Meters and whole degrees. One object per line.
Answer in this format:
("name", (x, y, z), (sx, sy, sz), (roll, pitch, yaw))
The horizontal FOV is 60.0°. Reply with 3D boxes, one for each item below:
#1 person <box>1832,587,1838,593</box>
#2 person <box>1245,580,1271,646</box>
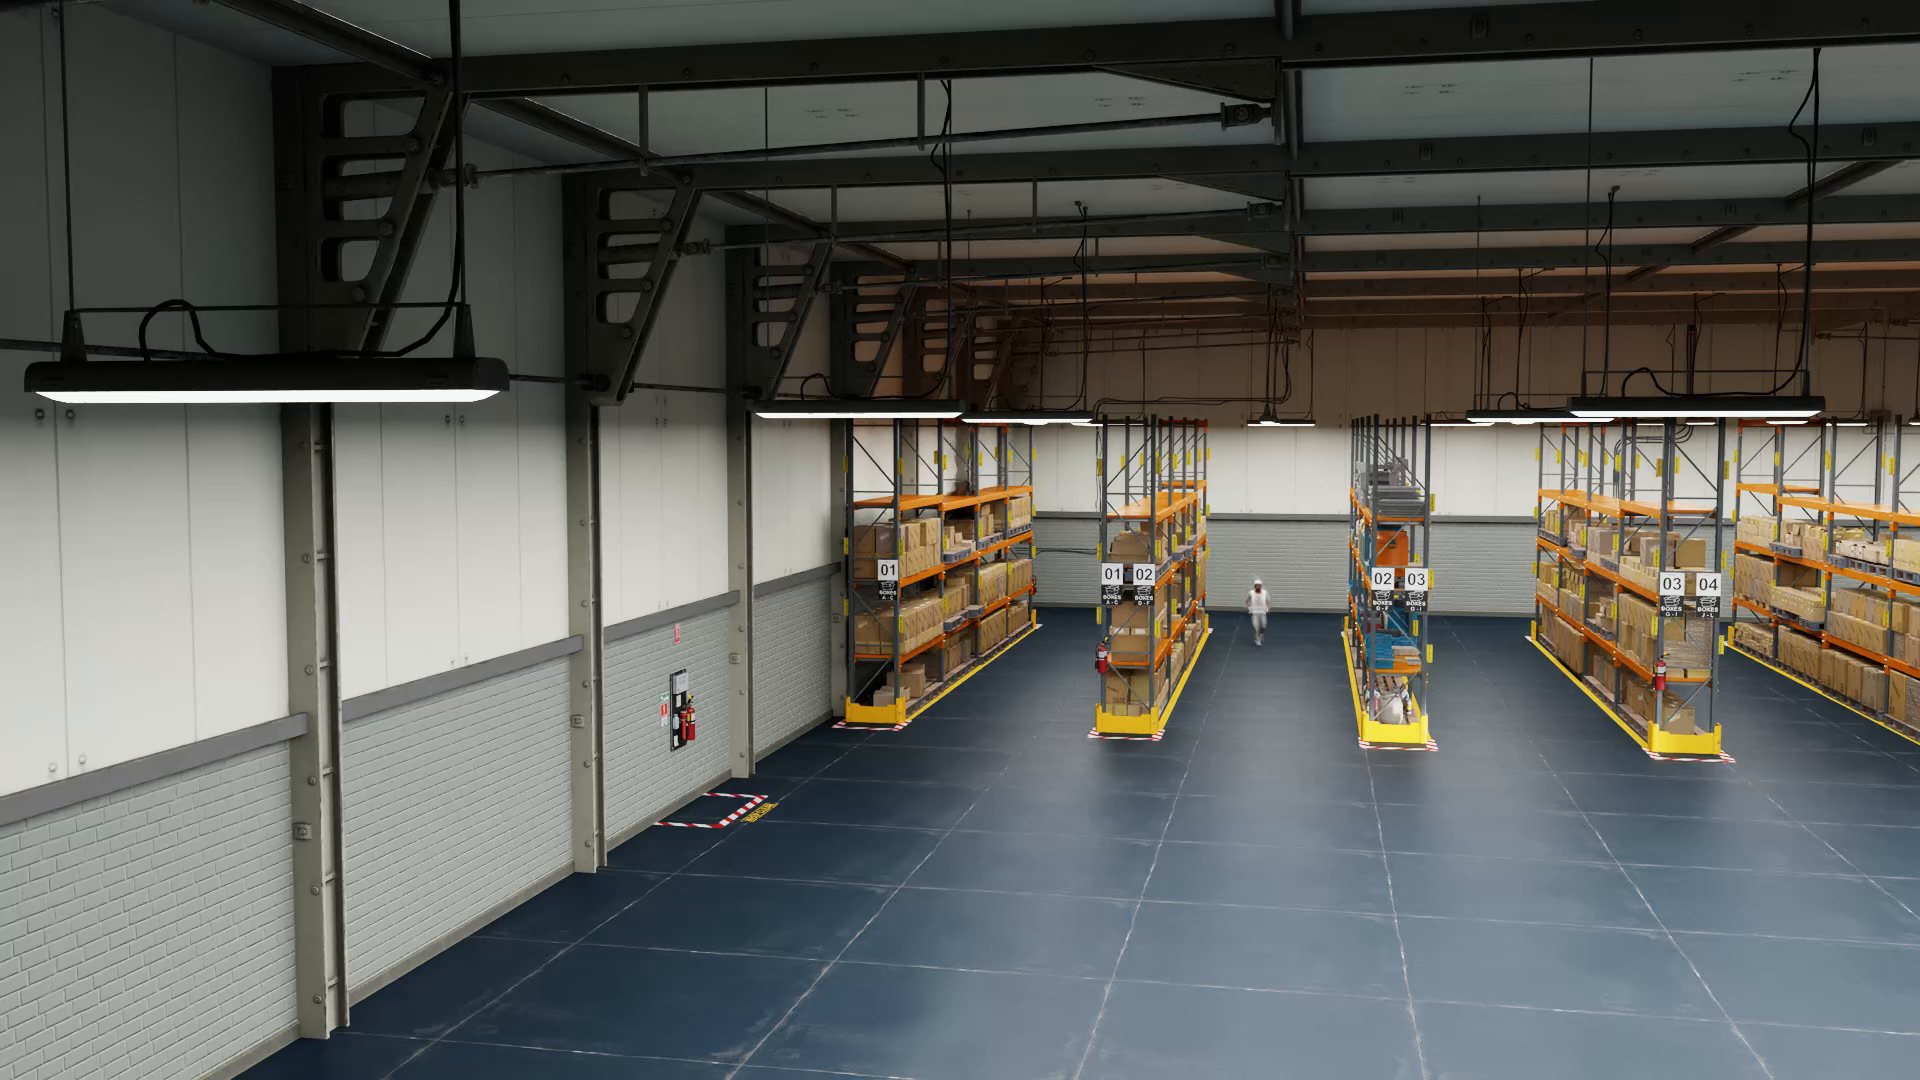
("person", (22.301, 2.072, 42.339), (0.560, 1.753, 0.761), (0, 4, 6))
("person", (7.882, 1.926, 43.972), (0.665, 1.736, 0.590), (0, 4, 4))
